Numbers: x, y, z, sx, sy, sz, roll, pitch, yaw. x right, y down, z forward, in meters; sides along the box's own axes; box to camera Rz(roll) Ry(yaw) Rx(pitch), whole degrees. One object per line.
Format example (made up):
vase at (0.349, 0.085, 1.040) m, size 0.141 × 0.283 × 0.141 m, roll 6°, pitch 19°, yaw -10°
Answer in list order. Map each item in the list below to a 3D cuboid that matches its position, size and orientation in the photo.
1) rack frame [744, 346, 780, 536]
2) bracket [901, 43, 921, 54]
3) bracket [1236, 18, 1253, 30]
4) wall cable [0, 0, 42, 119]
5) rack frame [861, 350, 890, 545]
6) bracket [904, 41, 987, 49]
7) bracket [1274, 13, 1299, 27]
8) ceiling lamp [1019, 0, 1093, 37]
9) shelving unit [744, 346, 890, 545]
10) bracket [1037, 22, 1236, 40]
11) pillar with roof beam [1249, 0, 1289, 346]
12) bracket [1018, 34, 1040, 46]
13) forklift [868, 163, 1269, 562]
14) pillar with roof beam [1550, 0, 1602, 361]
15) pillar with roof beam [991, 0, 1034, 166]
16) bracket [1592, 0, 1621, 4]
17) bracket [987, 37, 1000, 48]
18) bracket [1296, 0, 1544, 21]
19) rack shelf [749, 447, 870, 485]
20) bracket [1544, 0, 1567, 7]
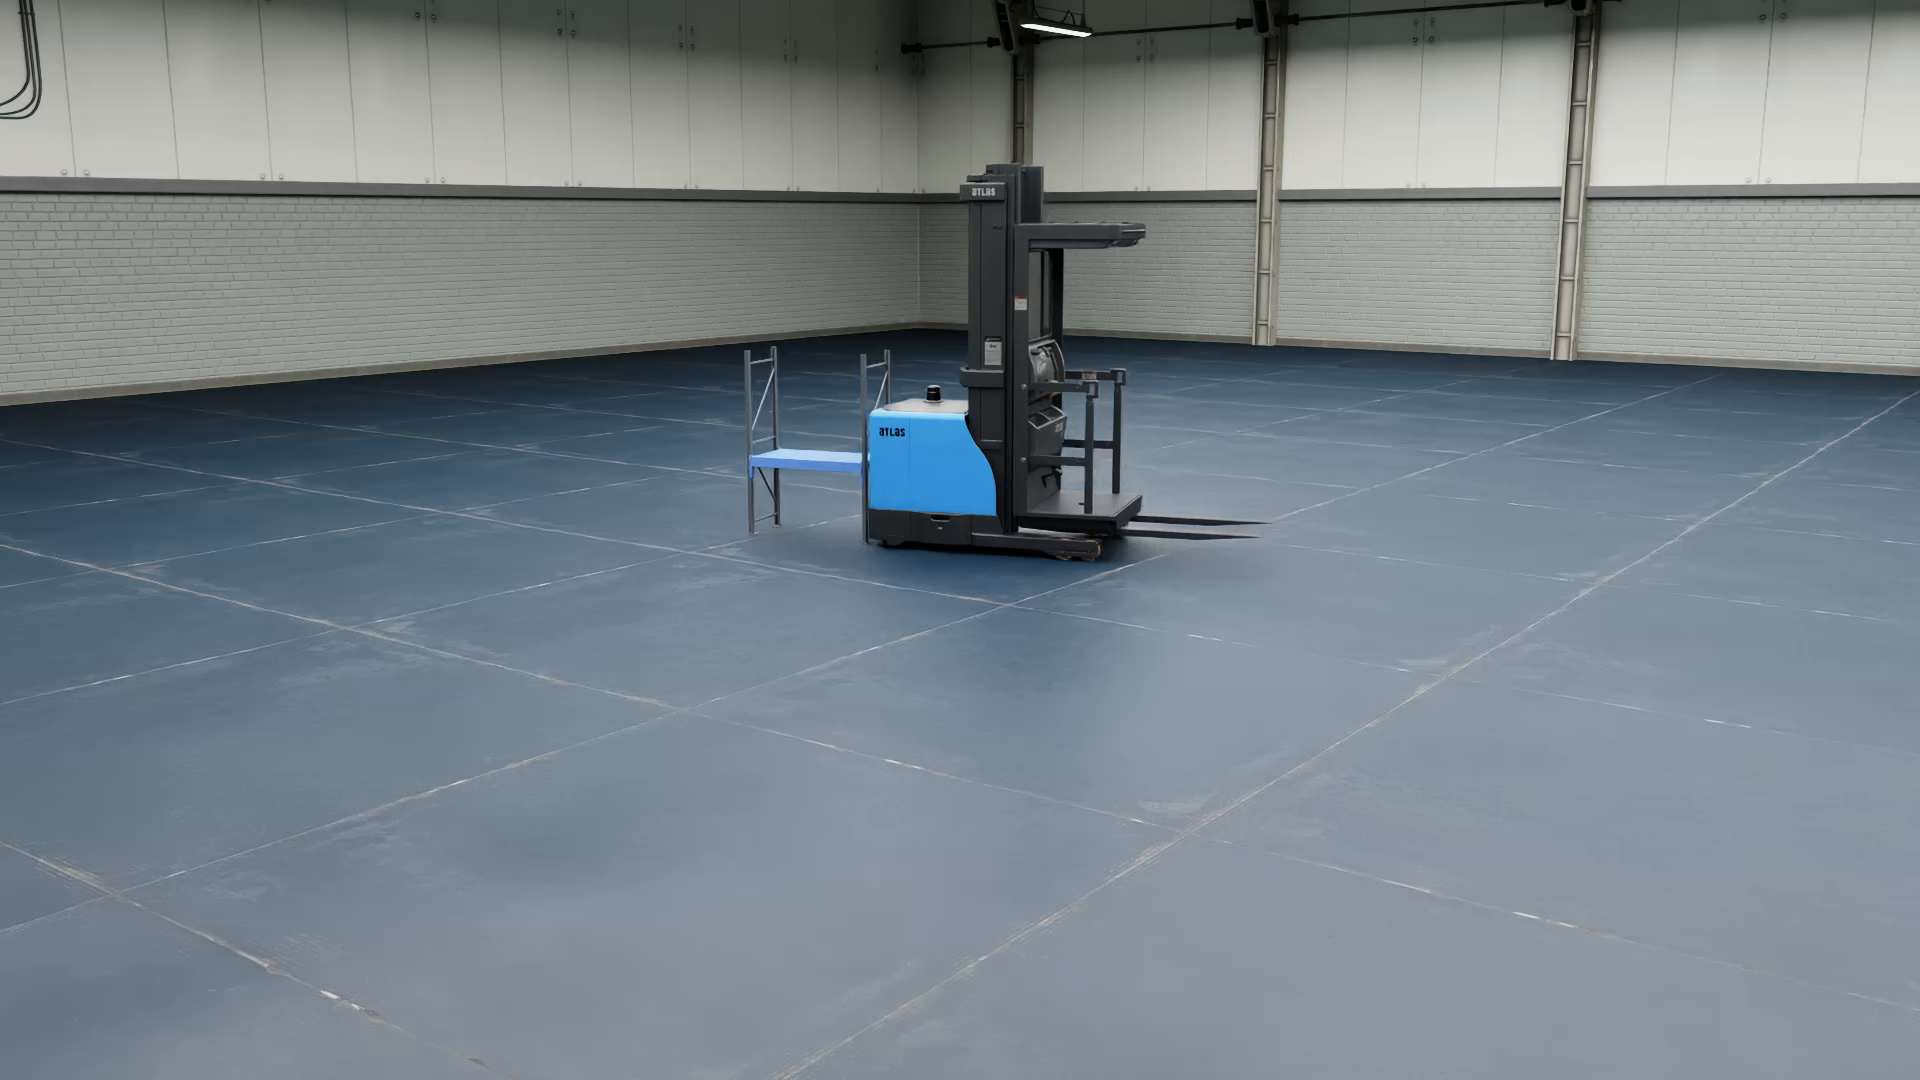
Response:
rack frame at (-1.615, -0.815, 13.611) m, size 0.032 × 1.500 × 0.500 m, roll 4°, pitch 12°, yaw 21°
bracket at (-1.093, -11.092, 37.513) m, size 0.430 × 0.232 × 0.235 m, roll 8°, pitch 13°, yaw 36°
bracket at (5.653, -10.151, 32.649) m, size 0.430 × 0.232 × 0.235 m, roll 8°, pitch 13°, yaw 36°
wall cable at (-13.243, -7.899, 21.529) m, size 0.169 × 6.003 × 2.305 m, roll 8°, pitch 13°, yaw 36°
rack frame at (-0.667, -0.746, 13.251) m, size 0.032 × 1.500 × 0.500 m, roll 4°, pitch 12°, yaw 21°
bracket at (-0.617, -11.026, 37.169) m, size 3.189 × 0.066 × 0.076 m, roll 8°, pitch 13°, yaw 36°
bracket at (6.322, -10.058, 32.166) m, size 0.430 × 0.232 × 0.235 m, roll 8°, pitch 13°, yaw 36°
ceiling lamp at (1.540, -10.738, 29.792) m, size 0.800 × 3.185 × 2.000 m, roll 8°, pitch 13°, yaw 36°
shelving unit at (-1.141, -0.780, 13.431) m, size 1.048 × 1.500 × 0.538 m, roll 4°, pitch 12°, yaw 21°
bracket at (3.563, -10.443, 34.156) m, size 4.783 × 0.066 × 0.076 m, roll 8°, pitch 13°, yaw 36°
pillar with roof beam at (3.650, -7.732, 29.624) m, size 0.548 × 9.000 × 9.100 m, roll 8°, pitch 13°, yaw 36°
bracket at (1.486, -10.732, 35.653) m, size 0.430 × 0.232 × 0.235 m, roll 8°, pitch 13°, yaw 36°
forklift at (0.856, -1.388, 12.805) m, size 3.031 × 2.935 × 1.130 m, roll 3°, pitch 11°, yaw 17°
pillar with roof beam at (8.486, -7.058, 26.137) m, size 0.548 × 9.000 × 9.100 m, roll 8°, pitch 13°, yaw 36°
pillar with roof beam at (-1.186, -8.407, 33.110) m, size 0.548 × 9.000 × 9.100 m, roll 8°, pitch 13°, yaw 36°
bracket at (11.158, -9.383, 28.679) m, size 0.430 × 0.232 × 0.235 m, roll 8°, pitch 13°, yaw 36°
bracket at (0.817, -10.826, 36.135) m, size 0.430 × 0.232 × 0.235 m, roll 8°, pitch 13°, yaw 36°
bracket at (8.399, -9.768, 30.669) m, size 4.783 × 0.066 × 0.076 m, roll 8°, pitch 13°, yaw 36°
rack shelf at (-1.141, -0.604, 13.465) m, size 1.000 × 0.185 × 0.538 m, roll 4°, pitch 12°, yaw 21°
bracket at (10.489, -9.477, 29.162) m, size 0.430 × 0.232 × 0.235 m, roll 8°, pitch 13°, yaw 36°
